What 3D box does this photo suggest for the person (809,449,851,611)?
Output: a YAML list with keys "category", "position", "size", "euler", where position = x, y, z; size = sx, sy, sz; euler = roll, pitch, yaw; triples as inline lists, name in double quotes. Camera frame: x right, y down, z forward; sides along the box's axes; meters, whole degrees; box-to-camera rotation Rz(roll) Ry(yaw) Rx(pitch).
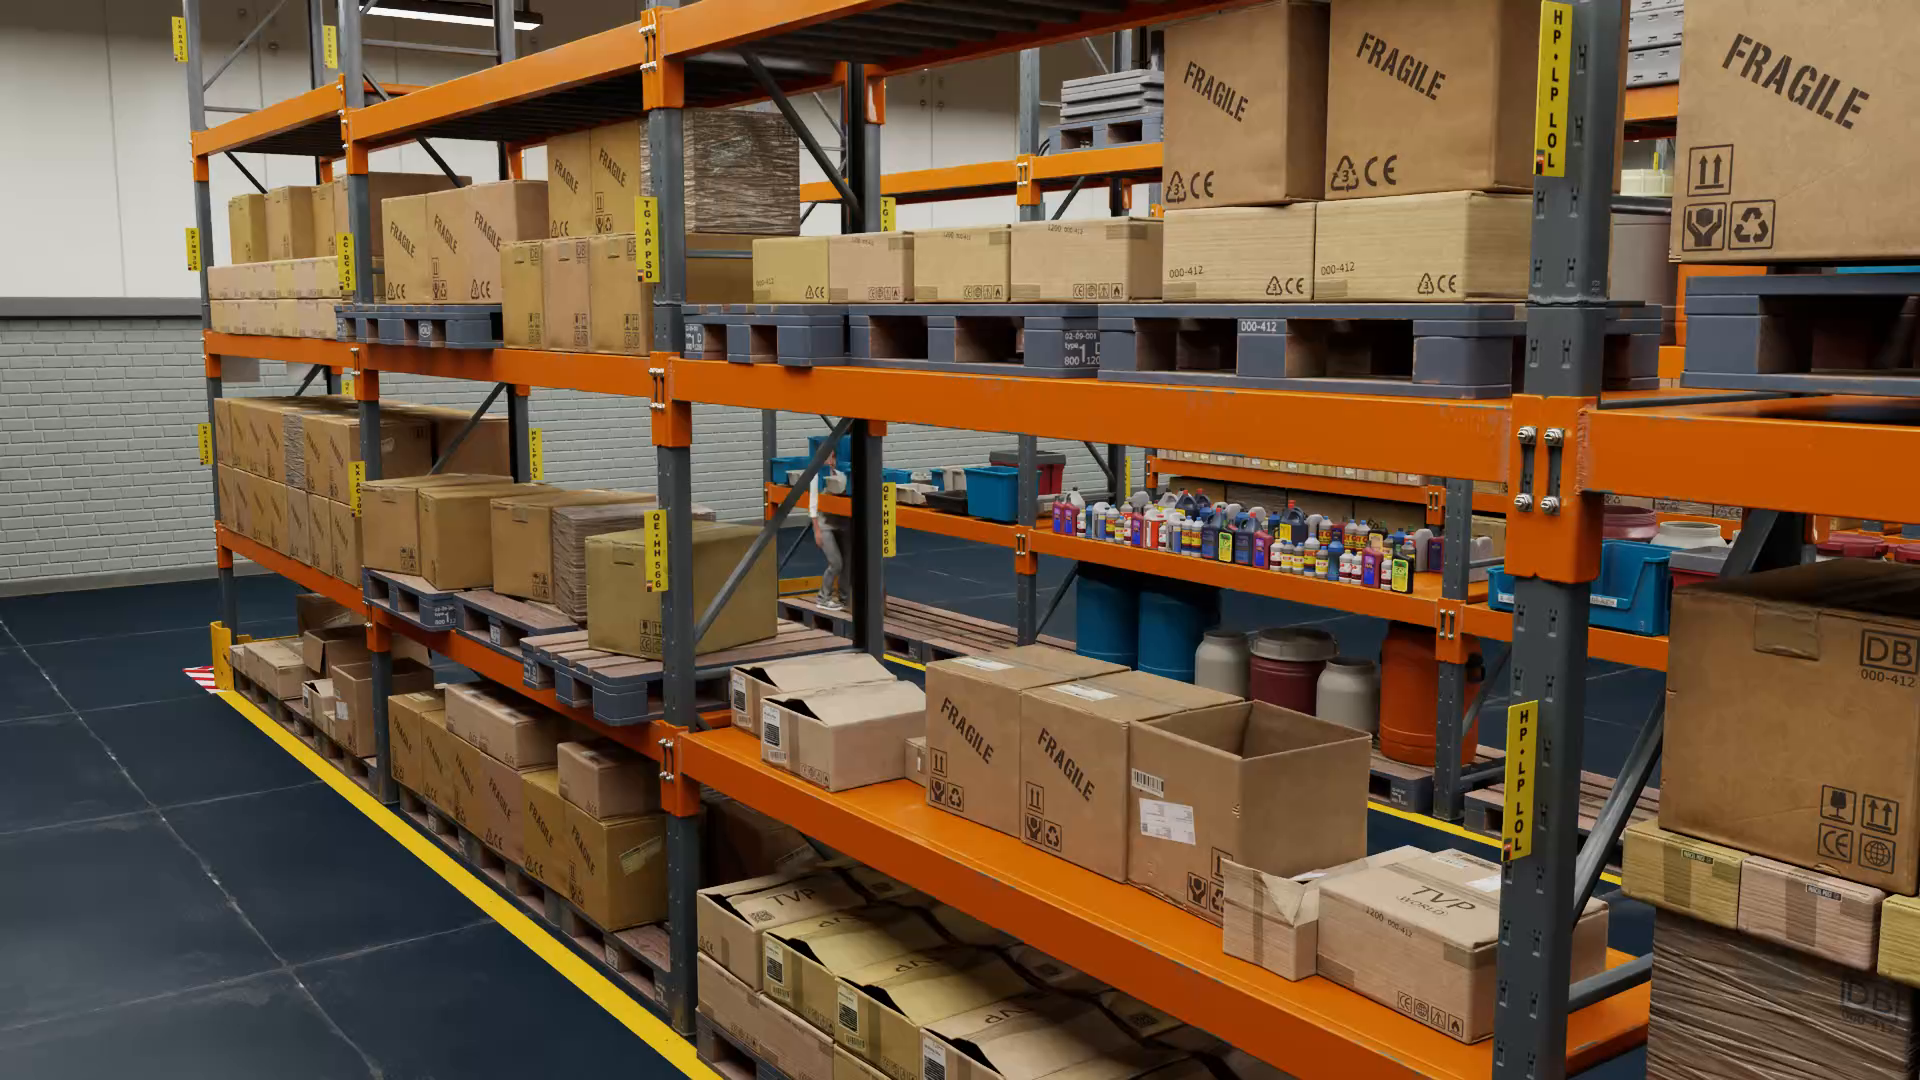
- category: "person"
  position: [-1.157, -0.072, 15.402]
  size: [0.467, 1.608, 0.362]
  euler: [-6, 10, -36]
